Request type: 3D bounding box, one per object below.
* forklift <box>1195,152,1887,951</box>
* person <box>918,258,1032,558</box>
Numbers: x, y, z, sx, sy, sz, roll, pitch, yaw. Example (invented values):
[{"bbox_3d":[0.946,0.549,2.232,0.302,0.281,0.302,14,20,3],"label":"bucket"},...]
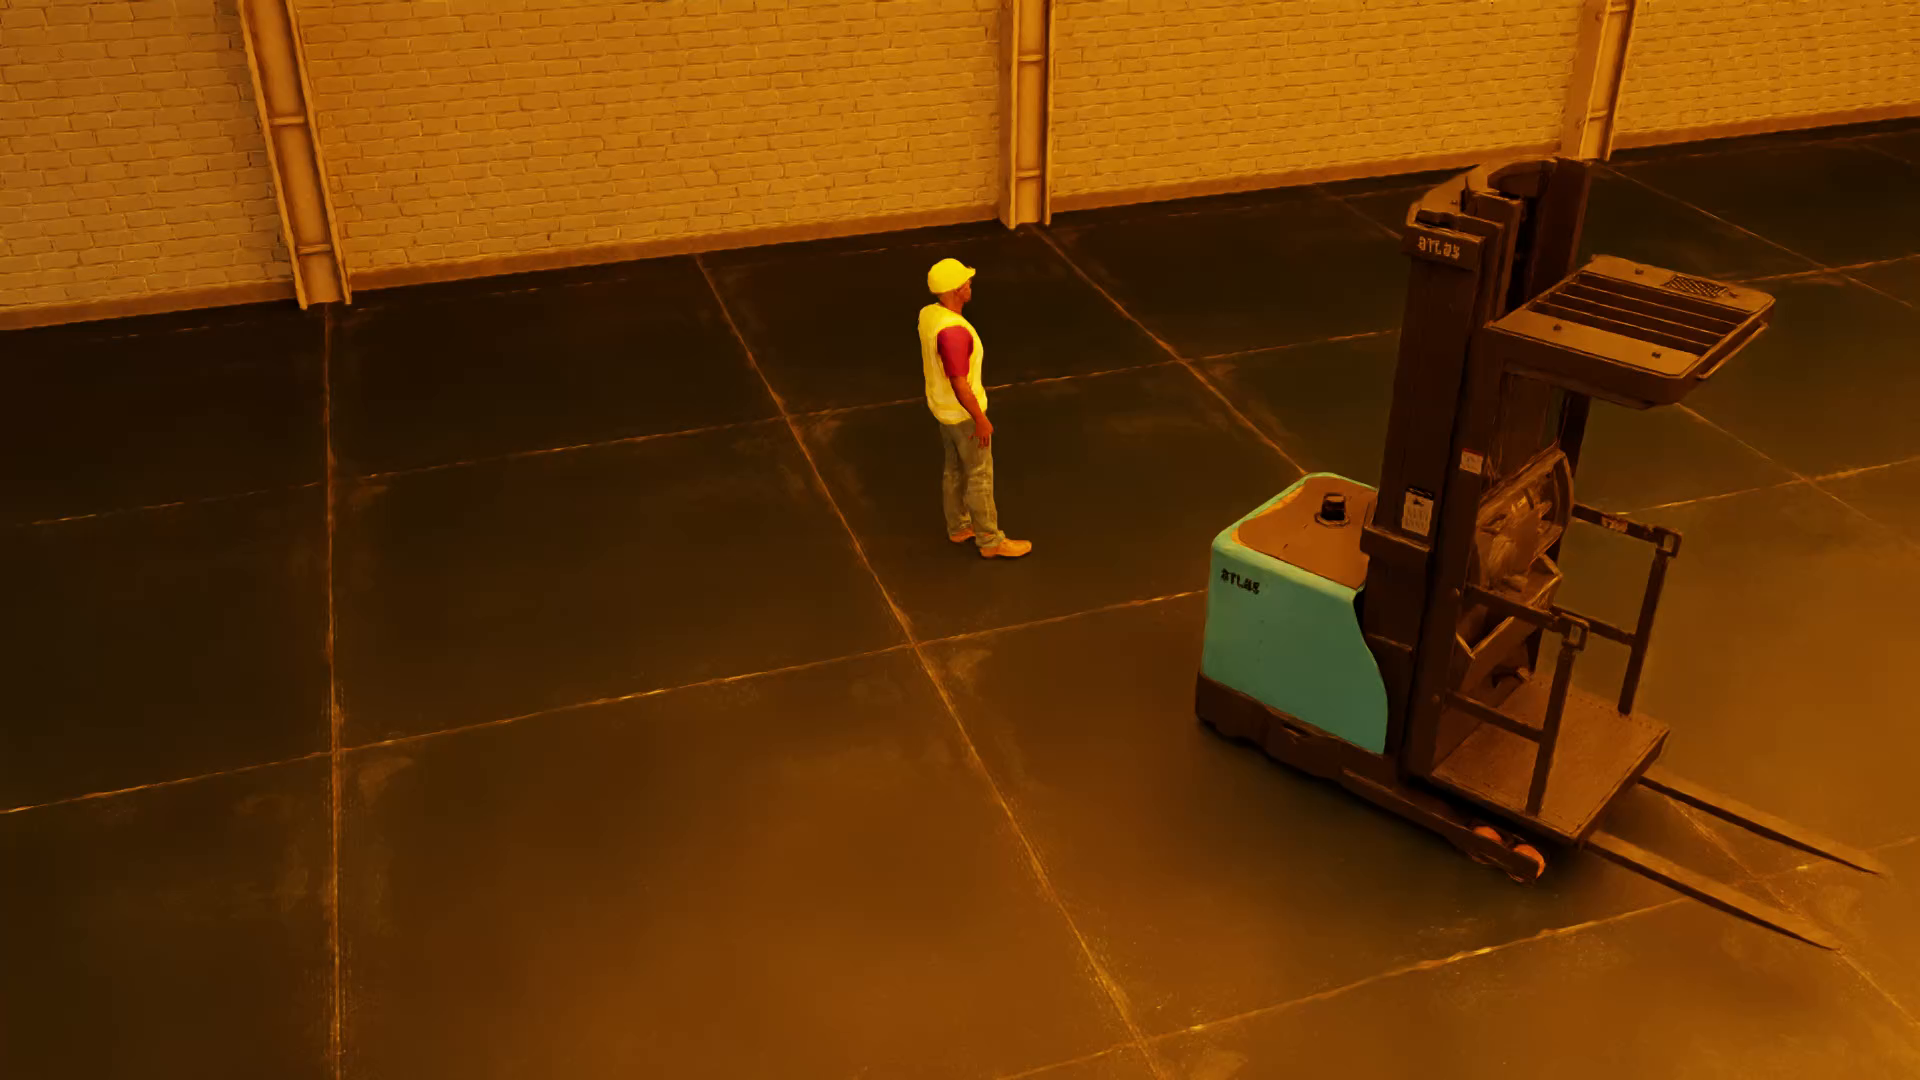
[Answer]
[{"bbox_3d":[2.624,-0.047,7.168,3.031,2.935,1.130,24,38,35],"label":"forklift"},{"bbox_3d":[0.068,-0.780,9.597,0.576,1.766,0.665,-10,31,-16],"label":"person"}]
